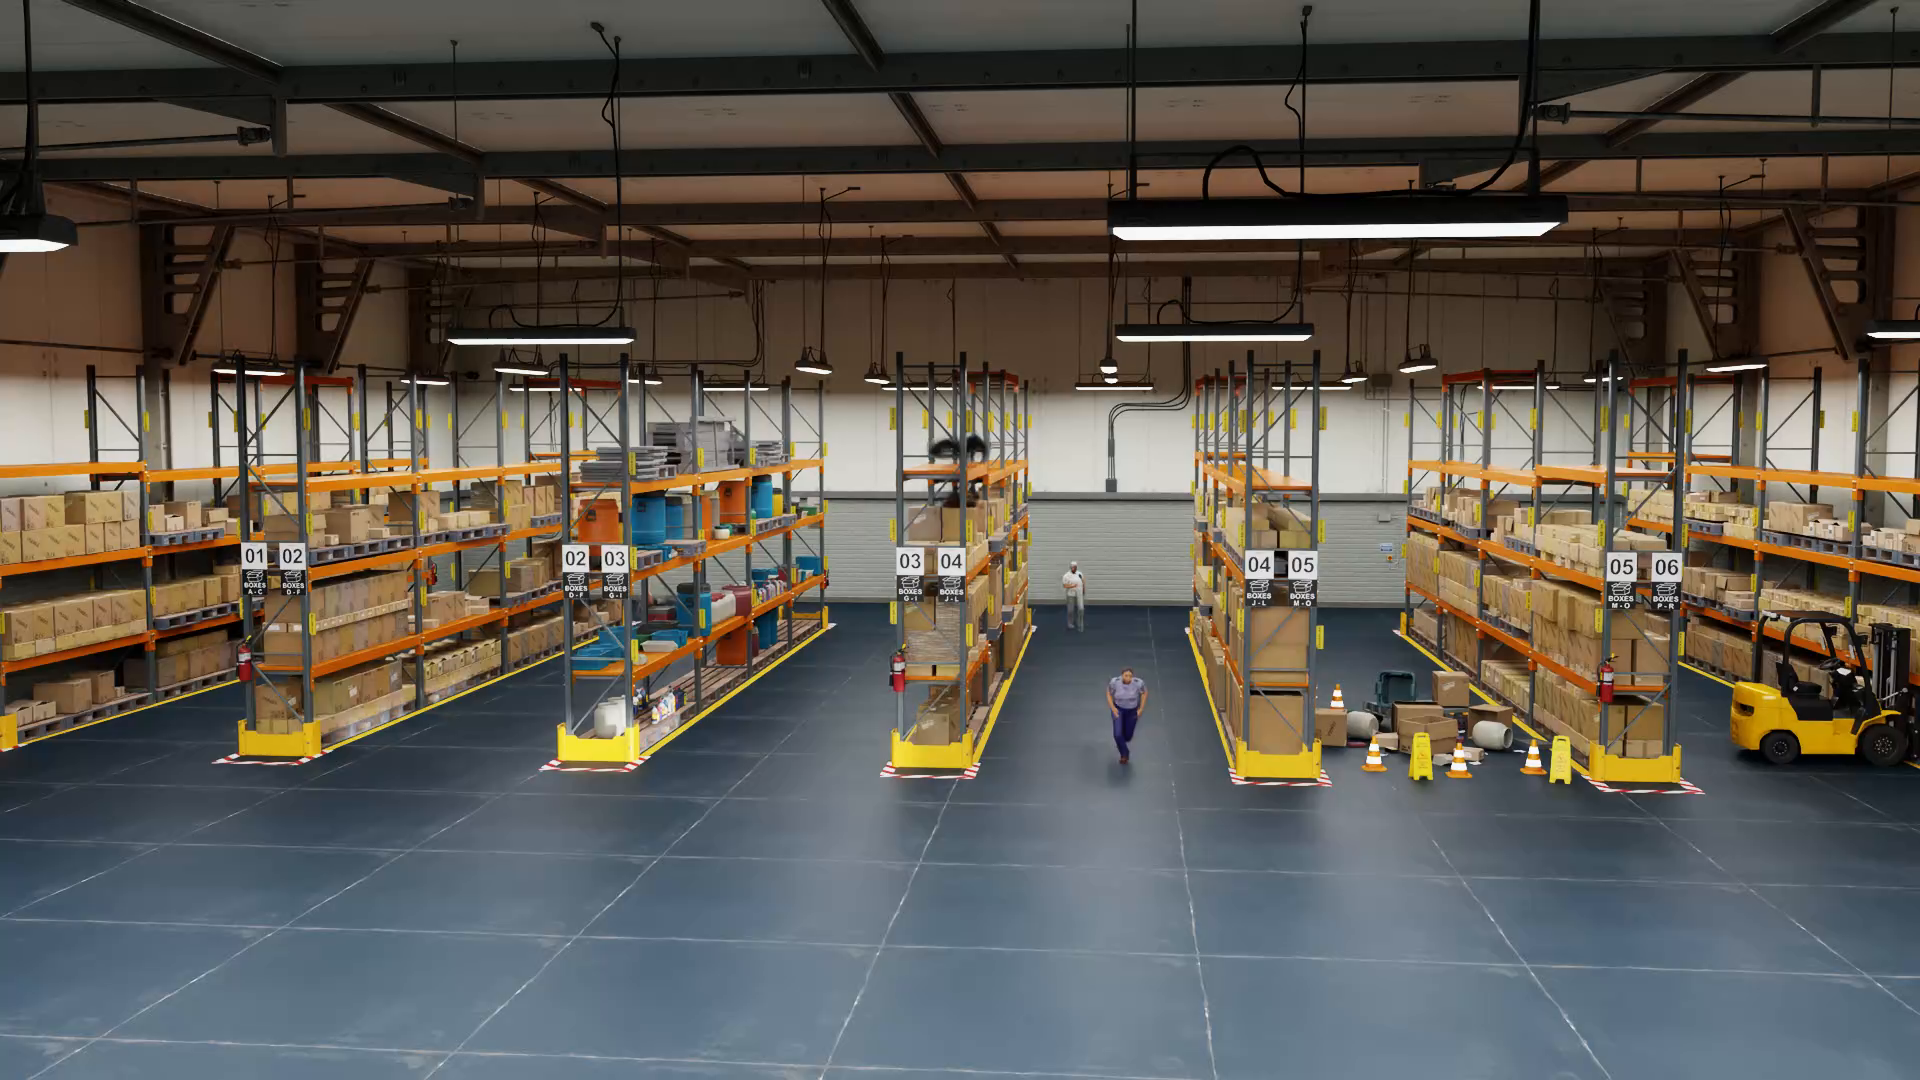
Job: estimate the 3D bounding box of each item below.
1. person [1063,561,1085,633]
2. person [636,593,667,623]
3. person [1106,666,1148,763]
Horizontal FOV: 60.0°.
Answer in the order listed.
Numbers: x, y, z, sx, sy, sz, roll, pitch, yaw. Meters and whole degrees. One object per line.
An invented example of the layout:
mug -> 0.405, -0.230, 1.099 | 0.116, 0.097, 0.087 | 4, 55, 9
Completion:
person -> 2.717, 1.357, 39.753 | 0.575, 1.714, 0.793 | -1, 4, -7
person -> -6.480, 1.799, 34.948 | 0.662, 1.456, 0.966 | -1, 4, -15
person -> 2.454, 2.541, 24.503 | 0.611, 1.472, 0.898 | 0, 4, 3
